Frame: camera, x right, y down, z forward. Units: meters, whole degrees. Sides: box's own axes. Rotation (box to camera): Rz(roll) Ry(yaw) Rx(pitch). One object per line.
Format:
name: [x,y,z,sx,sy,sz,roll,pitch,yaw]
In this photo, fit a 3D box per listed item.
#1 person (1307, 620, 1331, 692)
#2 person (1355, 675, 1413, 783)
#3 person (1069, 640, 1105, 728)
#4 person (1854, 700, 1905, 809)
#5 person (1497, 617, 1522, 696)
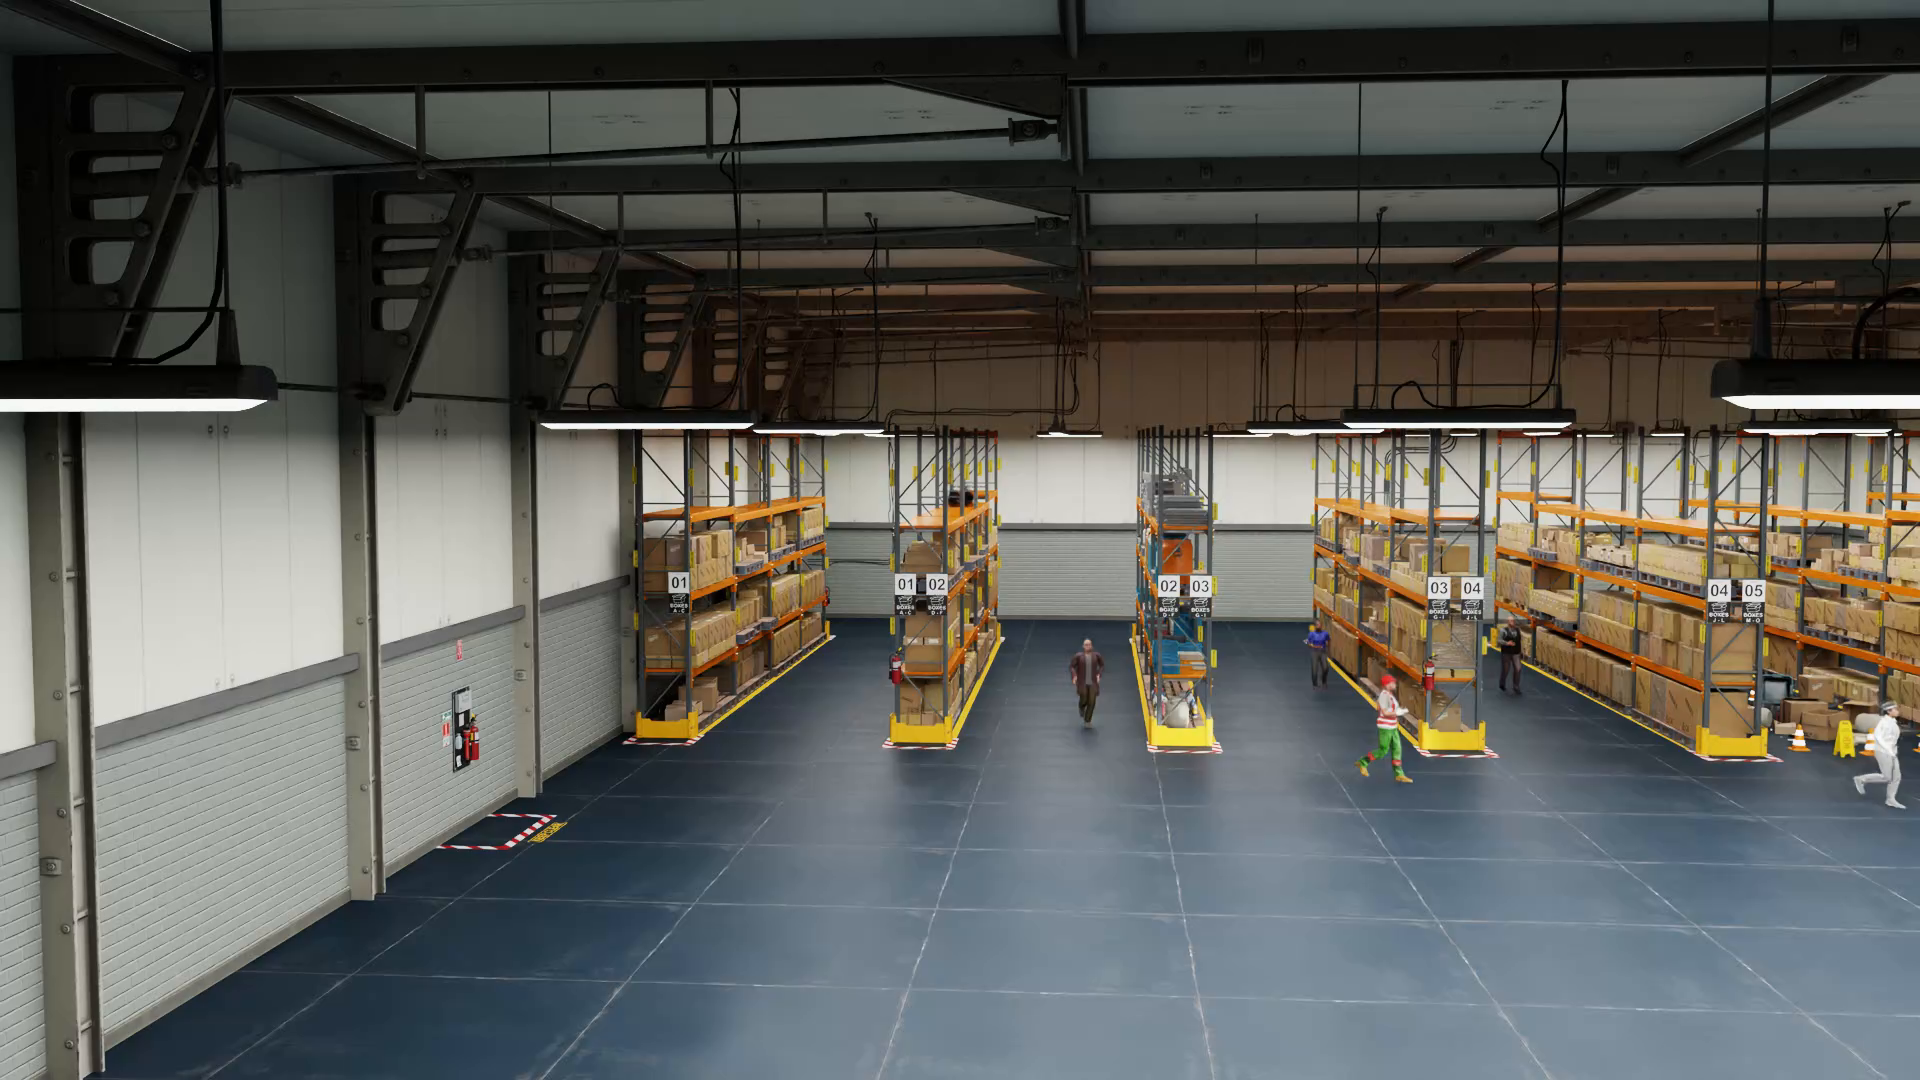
person: [8.160,2.633,37.693,0.569,1.627,0.655,0,3,2]
person: [7.101,3.136,27.776,0.941,1.774,0.665,2,4,28]
person: [2.558,2.868,33.369,0.724,1.752,0.653,0,3,-3]
person: [14.483,3.334,26.116,0.739,1.675,0.644,3,5,42]
person: [12.401,2.612,37.529,0.640,1.765,0.791,0,3,-4]
